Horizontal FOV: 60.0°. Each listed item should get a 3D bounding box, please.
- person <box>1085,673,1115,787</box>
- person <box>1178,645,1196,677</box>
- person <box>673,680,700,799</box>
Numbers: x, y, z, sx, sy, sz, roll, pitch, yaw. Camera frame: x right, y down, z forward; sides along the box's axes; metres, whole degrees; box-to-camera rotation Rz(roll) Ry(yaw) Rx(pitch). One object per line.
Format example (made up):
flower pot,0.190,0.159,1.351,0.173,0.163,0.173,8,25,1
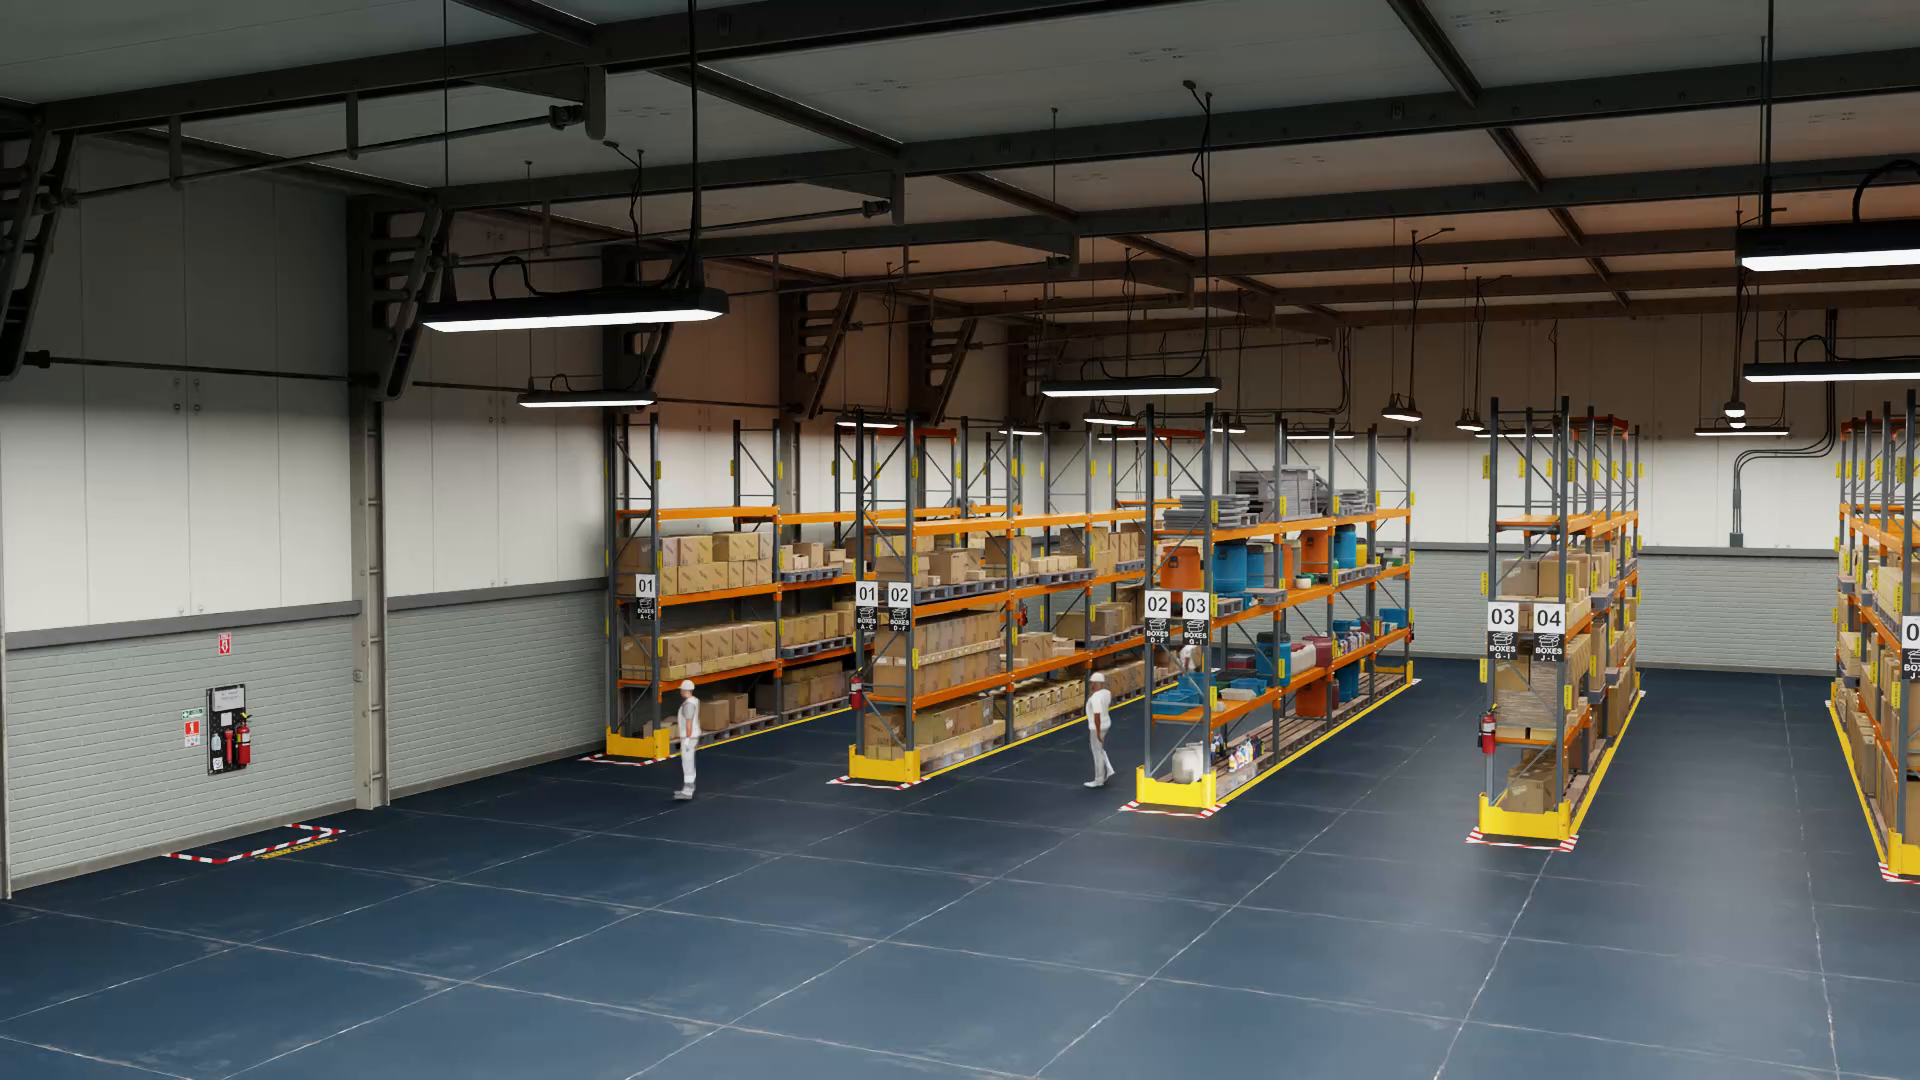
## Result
person,2.202,2.990,26.377,0.418,1.770,0.602,1,3,22
person,4.705,2.709,34.501,0.405,1.701,0.521,0,2,5
person,-4.181,3.029,25.373,0.427,1.791,0.594,0,2,-3
